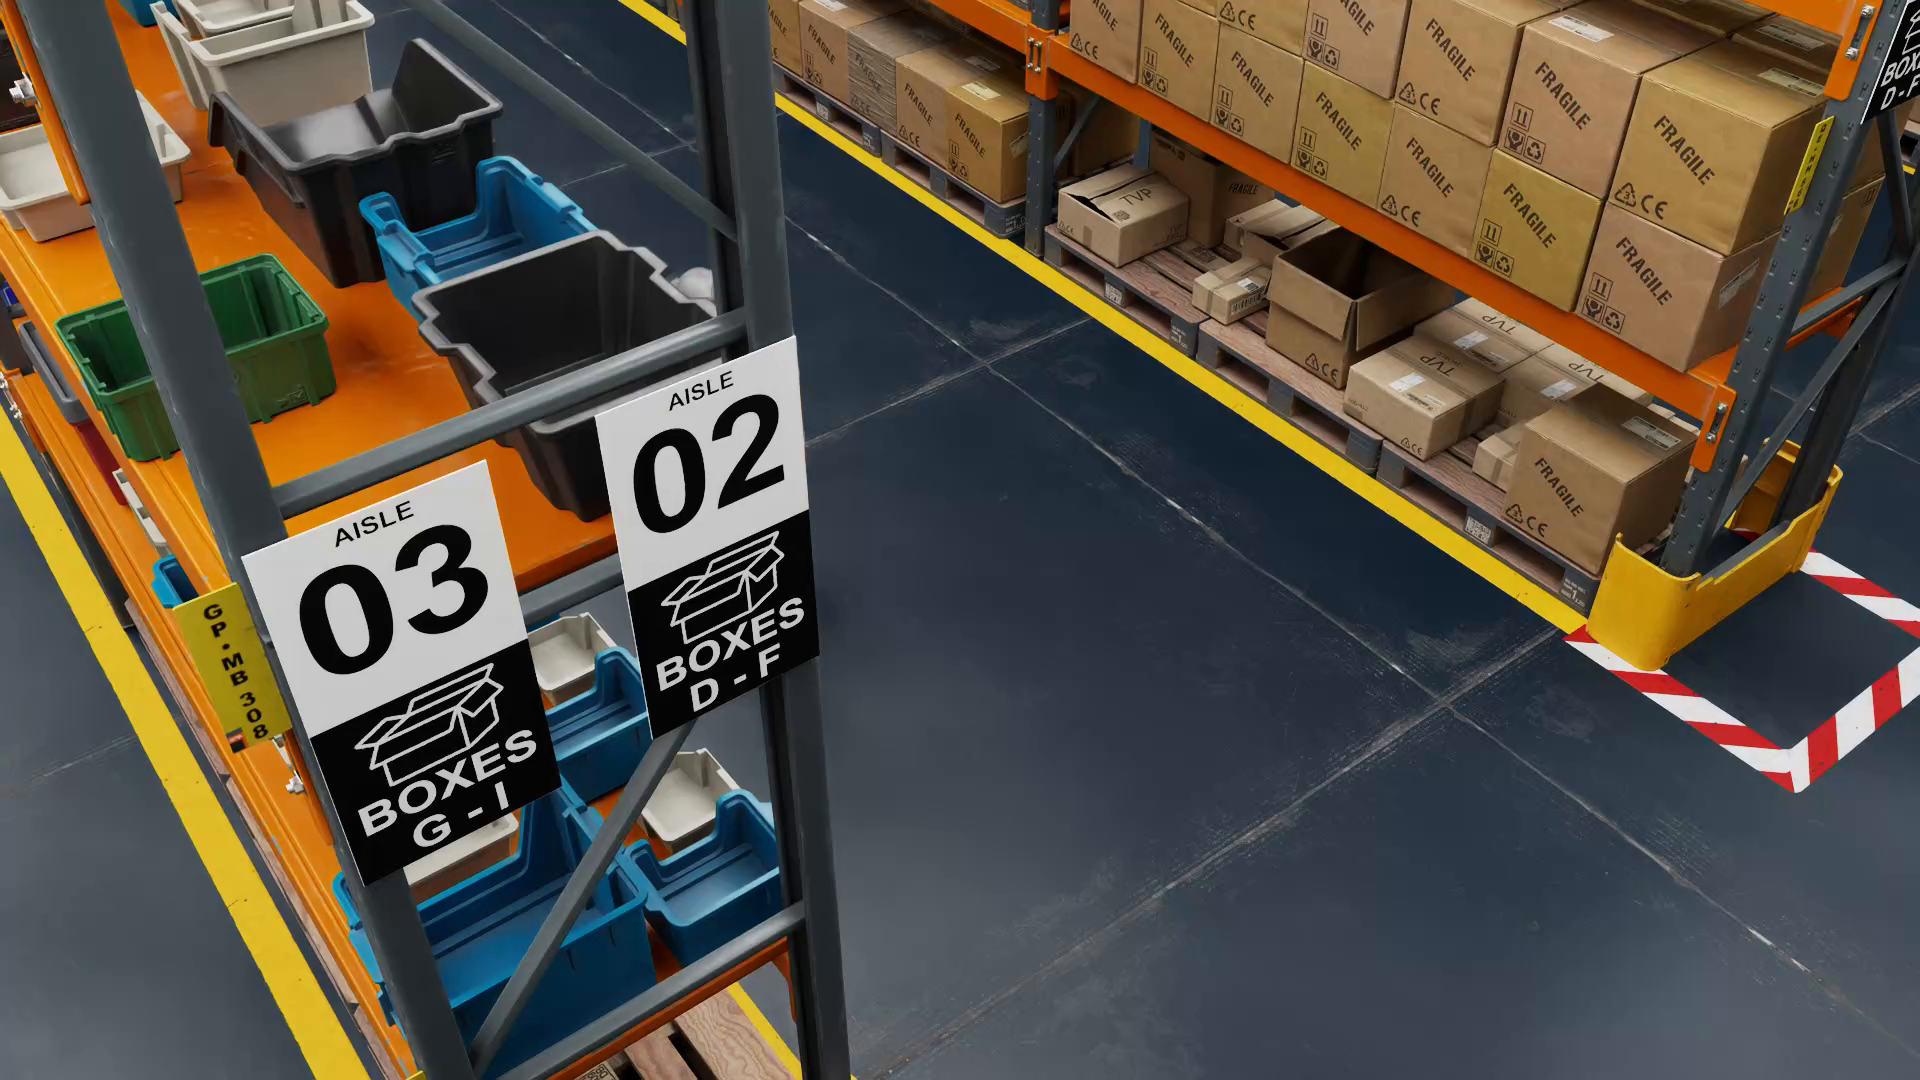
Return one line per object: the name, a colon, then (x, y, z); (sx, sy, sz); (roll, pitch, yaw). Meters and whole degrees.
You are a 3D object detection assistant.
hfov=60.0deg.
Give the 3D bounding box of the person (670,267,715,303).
person: (-0.947, -0.336, 6.554); (0.488, 1.685, 0.596); (-26, 47, -27)
